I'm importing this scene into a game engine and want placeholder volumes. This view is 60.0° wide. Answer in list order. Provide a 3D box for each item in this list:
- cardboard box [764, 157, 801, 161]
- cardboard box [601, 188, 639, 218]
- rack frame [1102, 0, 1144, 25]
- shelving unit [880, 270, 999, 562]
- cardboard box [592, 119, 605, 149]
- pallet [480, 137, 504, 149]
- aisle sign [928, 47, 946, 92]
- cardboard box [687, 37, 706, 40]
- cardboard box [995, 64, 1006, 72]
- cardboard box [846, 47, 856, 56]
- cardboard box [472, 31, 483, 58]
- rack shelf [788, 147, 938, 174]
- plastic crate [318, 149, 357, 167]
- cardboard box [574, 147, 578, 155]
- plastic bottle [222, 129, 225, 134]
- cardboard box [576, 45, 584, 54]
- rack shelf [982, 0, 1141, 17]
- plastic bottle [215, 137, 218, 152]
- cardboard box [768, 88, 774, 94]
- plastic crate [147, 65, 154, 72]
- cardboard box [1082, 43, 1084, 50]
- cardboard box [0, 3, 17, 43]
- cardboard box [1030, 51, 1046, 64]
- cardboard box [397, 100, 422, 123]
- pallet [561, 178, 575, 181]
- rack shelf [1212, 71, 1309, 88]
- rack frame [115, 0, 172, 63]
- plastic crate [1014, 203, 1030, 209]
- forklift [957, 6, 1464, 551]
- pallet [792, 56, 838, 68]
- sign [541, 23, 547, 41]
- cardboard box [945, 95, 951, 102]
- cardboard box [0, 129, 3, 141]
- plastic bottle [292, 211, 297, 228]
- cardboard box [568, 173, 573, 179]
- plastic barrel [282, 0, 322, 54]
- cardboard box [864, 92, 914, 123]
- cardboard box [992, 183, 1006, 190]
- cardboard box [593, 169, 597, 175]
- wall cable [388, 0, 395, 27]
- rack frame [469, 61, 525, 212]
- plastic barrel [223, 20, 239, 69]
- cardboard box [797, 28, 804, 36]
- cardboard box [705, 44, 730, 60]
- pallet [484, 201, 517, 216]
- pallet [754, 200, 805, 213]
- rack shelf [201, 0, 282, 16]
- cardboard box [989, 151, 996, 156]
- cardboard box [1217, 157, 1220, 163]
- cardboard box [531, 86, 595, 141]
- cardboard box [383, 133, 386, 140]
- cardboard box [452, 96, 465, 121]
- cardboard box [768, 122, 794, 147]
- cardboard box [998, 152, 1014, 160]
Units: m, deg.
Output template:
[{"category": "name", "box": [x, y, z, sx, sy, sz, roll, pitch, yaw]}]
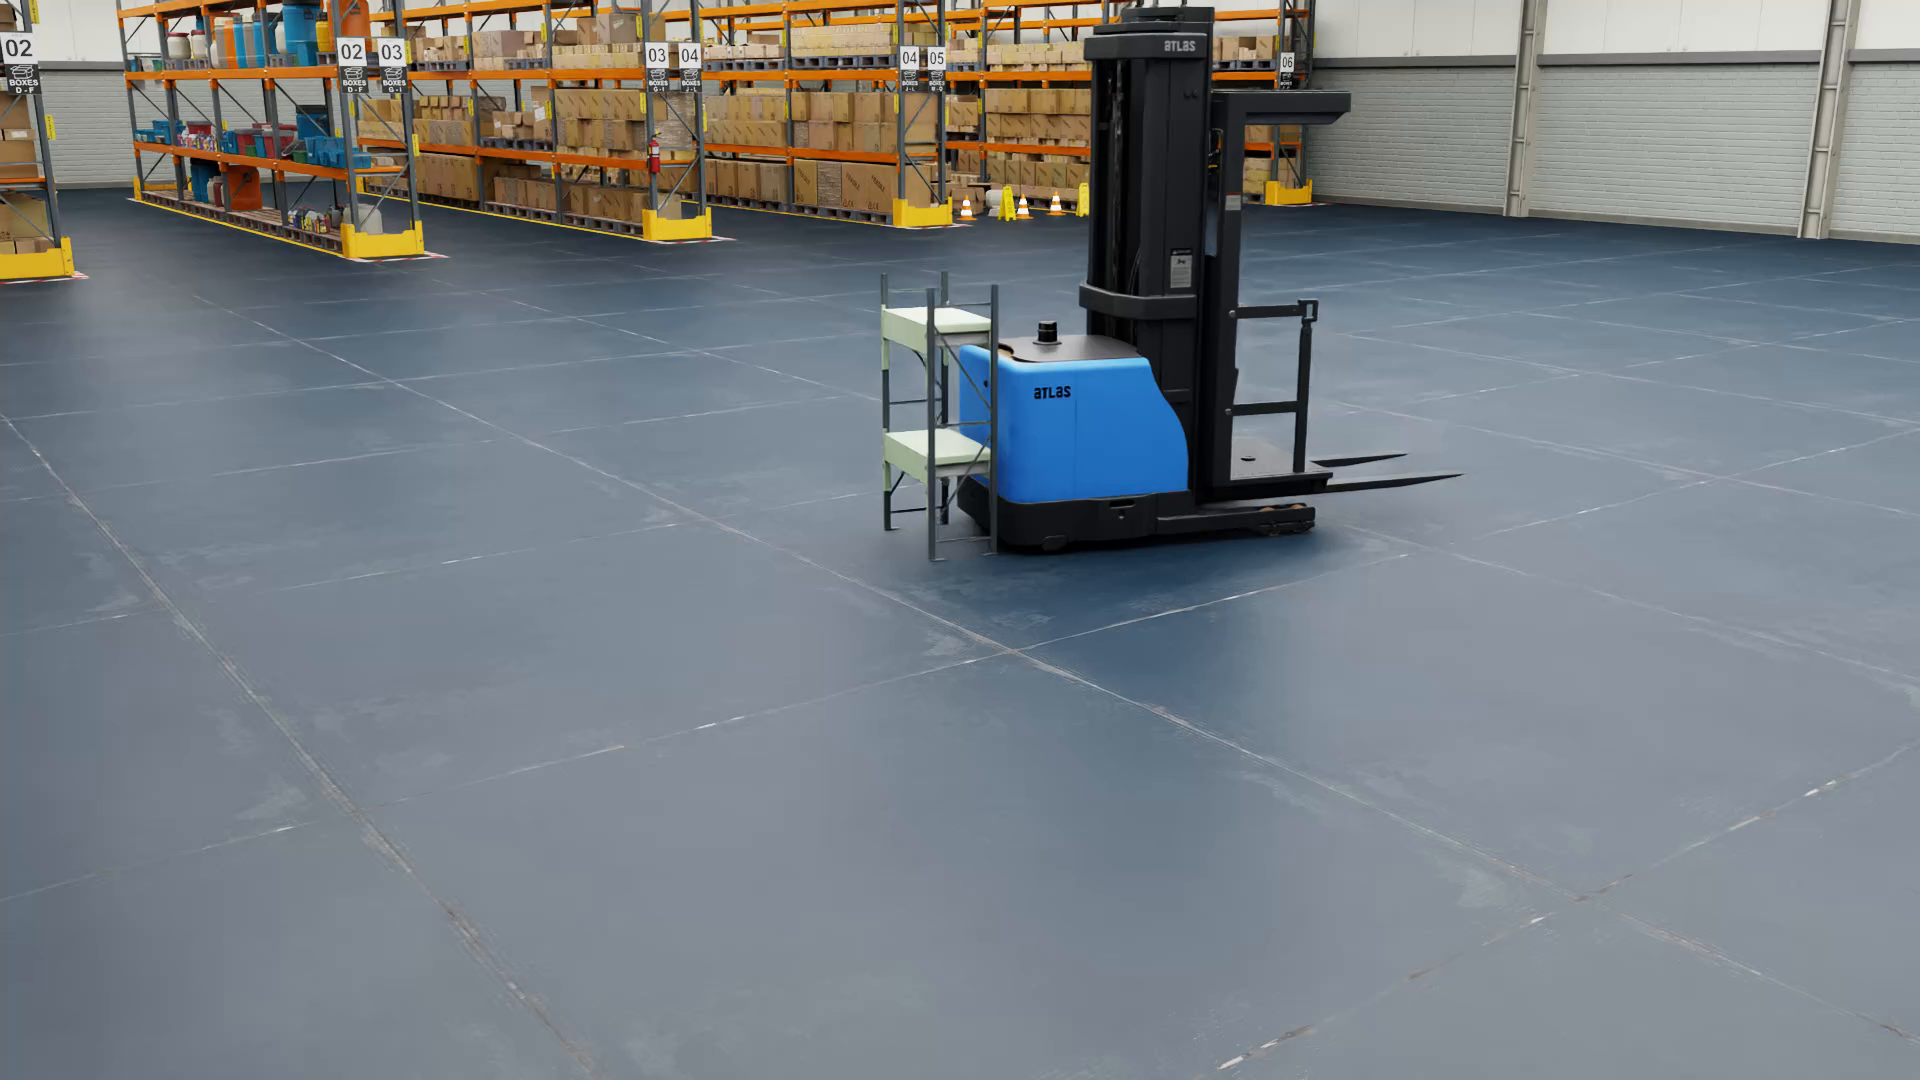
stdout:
[{"category": "cardboard box", "box": [-4.628, -10.003, 44.501, 0.875, 0.438, 0.875, -12, 19, -36]}, {"category": "cardboard box", "box": [-6.157, -6.112, 30.165, 0.500, 0.500, 0.500, -13, 20, -39]}, {"category": "rack frame", "box": [3.237, -11.026, 32.815, 1.000, 3.000, 0.127, -11, 19, -35]}, {"category": "shelving unit", "box": [-0.121, -0.712, 9.338, 0.431, 1.500, 0.755, -6, 16, -21]}, {"category": "cardboard box", "box": [-6.015, -7.218, 29.513, 0.875, 0.500, 0.500, -11, 19, -35]}, {"category": "pallet", "box": [-8.978, -8.074, 33.758, 1.213, 0.211, 1.003, -11, 19, -35]}, {"category": "aisle sign", "box": [-0.423, -8.628, 30.493, 0.394, 0.787, 0.004, -11, 19, -35]}, {"category": "cardboard box", "box": [-5.911, -11.203, 37.503, 0.396, 0.266, 0.258, -11, 19, -35]}, {"category": "cardboard box", "box": [0.977, -10.143, 35.745, 0.380, 0.149, 0.250, -11, 19, -34]}, {"category": "cardboard box", "box": [-1.924, -9.209, 31.348, 0.380, 0.149, 0.250, -11, 19, -34]}, {"category": "cardboard box", "box": [-9.414, -9.898, 33.241, 0.500, 0.500, 0.500, -11, 19, -34]}, {"category": "rack shelf", "box": [-1.883, -7.423, 32.376, 1.077, 0.370, 4.000, -11, 19, -35]}, {"category": "plastic crate", "box": [-9.699, -5.954, 25.928, 0.499, 0.251, 0.408, -11, 19, -35]}, {"category": "cardboard box", "box": [-6.787, -7.078, 30.231, 0.380, 0.149, 0.250, -11, 19, -35]}, {"category": "plastic bottle", "box": [-15.036, -8.219, 34.015, 0.144, 0.351, 0.185, -11, 19, -35]}, {"category": "cardboard box", "box": [-6.570, -8.674, 29.434, 0.380, 0.149, 0.250, -11, 19, -36]}, {"category": "rack shelf", "box": [2.061, -11.104, 34.471, 1.077, 0.370, 4.000, -11, 19, -35]}, {"category": "plastic bottle", "box": [-14.072, -7.498, 31.509, 0.061, 0.283, 0.133, -11, 19, -35]}, {"category": "cardboard box", "box": [-4.803, -11.782, 43.628, 0.380, 0.149, 0.250, -11, 19, -35]}, {"category": "plastic crate", "box": [-16.897, -9.920, 34.956, 0.293, 0.136, 0.466, -11, 19, -35]}, {"category": "cardboard box", "box": [2.679, -9.930, 33.459, 0.380, 0.149, 0.250, -10, 18, -34]}, {"category": "cardboard box", "box": [-13.129, -6.947, 22.339, 0.797, 0.503, 0.637, -9, 18, -31]}, {"category": "cardboard box", "box": [1.816, -10.043, 34.626, 0.500, 0.250, 0.500, -11, 19, -34]}, {"category": "cardboard box", "box": [-12.321, -9.646, 37.438, 0.500, 0.500, 0.500, -10, 18, -33]}, {"category": "pallet", "box": [-9.621, -9.219, 42.859, 1.003, 0.211, 1.213, -11, 19, -35]}, {"category": "rack shelf", "box": [6.074, -10.431, 37.684, 1.077, 0.370, 4.000, -11, 19, -35]}, {"category": "rack frame", "box": [-18.193, -12.136, 36.869, 1.000, 3.000, 0.127, -11, 19, -35]}, {"category": "plastic crate", "box": [1.145, -7.116, 35.423, 0.583, 0.080, 0.402, 10, 18, 33]}, {"category": "forklift", "box": [1.557, -1.562, 9.732, 3.031, 2.935, 1.130, -5, 16, -18]}, {"category": "pallet", "box": [-2.587, -9.424, 32.813, 1.003, 0.211, 1.213, -11, 19, -35]}, {"category": "sign", "box": [-7.578, -9.248, 30.274, 0.100, 0.325, 0.005, -11, 19, -35]}, {"category": "cardboard box", "box": [-0.165, -9.957, 37.497, 0.380, 0.149, 0.250, -12, 19, -37]}, {"category": "cardboard box", "box": [-13.173, -5.470, 22.463, 0.380, 0.149, 0.250, -11, 19, -35]}, {"category": "plastic bottle", "box": [-11.092, -5.377, 27.866, 0.152, 0.276, 0.135, -10, 18, -33]}, {"category": "cardboard box", "box": [-9.846, -9.382, 42.777, 0.380, 0.149, 0.250, -11, 19, -35]}, {"category": "plastic barrel", "box": [-10.639, -8.342, 26.944, 0.600, 0.901, 0.708, -11, 19, -35]}, {"category": "cardboard box", "box": [-1.292, -8.124, 31.247, 0.875, 0.550, 0.550, -11, 19, -35]}, {"category": "cardboard box", "box": [1.014, -7.695, 36.422, 0.500, 0.250, 0.500, -12, 19, -37]}, {"category": "cardboard box", "box": [-8.921, -9.185, 41.493, 0.380, 0.149, 0.250, -12, 19, -37]}, {"category": "wall cable", "box": [-14.723, -16.198, 45.620, 2.277, 5.999, 0.120, -11, 19, -35]}, {"category": "rack frame", "box": [-9.483, -8.302, 34.229, 1.000, 3.000, 0.127, -11, 19, -35]}, {"category": "plastic barrel", "box": [-12.797, -8.839, 29.693, 0.600, 0.830, 0.708, -11, 19, -35]}, {"category": "cardboard box", "box": [-2.969, -9.973, 32.630, 0.380, 0.149, 0.250, -11, 19, -35]}, {"category": "cardboard box", "box": [-5.164, -10.517, 35.820, 0.500, 0.311, 0.500, -11, 19, -34]}, {"category": "pallet", "box": [-9.024, -6.790, 33.986, 1.003, 0.211, 1.213, -11, 19, -35]}, {"category": "pallet", "box": [-3.574, -7.005, 34.769, 1.003, 0.211, 1.213, -11, 19, -35]}, {"category": "rack shelf", "box": [-12.313, -9.460, 29.215, 1.077, 0.370, 4.000, -11, 19, -35]}, {"category": "cardboard box", "box": [1.008, -10.389, 44.562, 0.380, 0.149, 0.250, -10, 18, -33]}, {"category": "cardboard box", "box": [6.117, -8.526, 37.566, 0.500, 0.250, 0.500, -11, 19, -34]}, {"category": "cardboard box", "box": [-7.485, -8.132, 31.672, 1.000, 1.000, 1.000, -11, 19, -34]}, {"category": "cardboard box", "box": [-13.184, -9.379, 38.636, 0.380, 0.149, 0.250, -10, 18, -34]}, {"category": "cardboard box", "box": [-10.280, -9.133, 35.173, 0.797, 0.503, 0.637, -10, 18, -33]}, {"category": "cardboard box", "box": [-3.582, -8.315, 34.084, 0.500, 0.500, 0.500, -11, 19, -35]}, {"category": "cardboard box", "box": [1.039, -8.334, 36.106, 0.380, 0.149, 0.250, -11, 19, -34]}]
